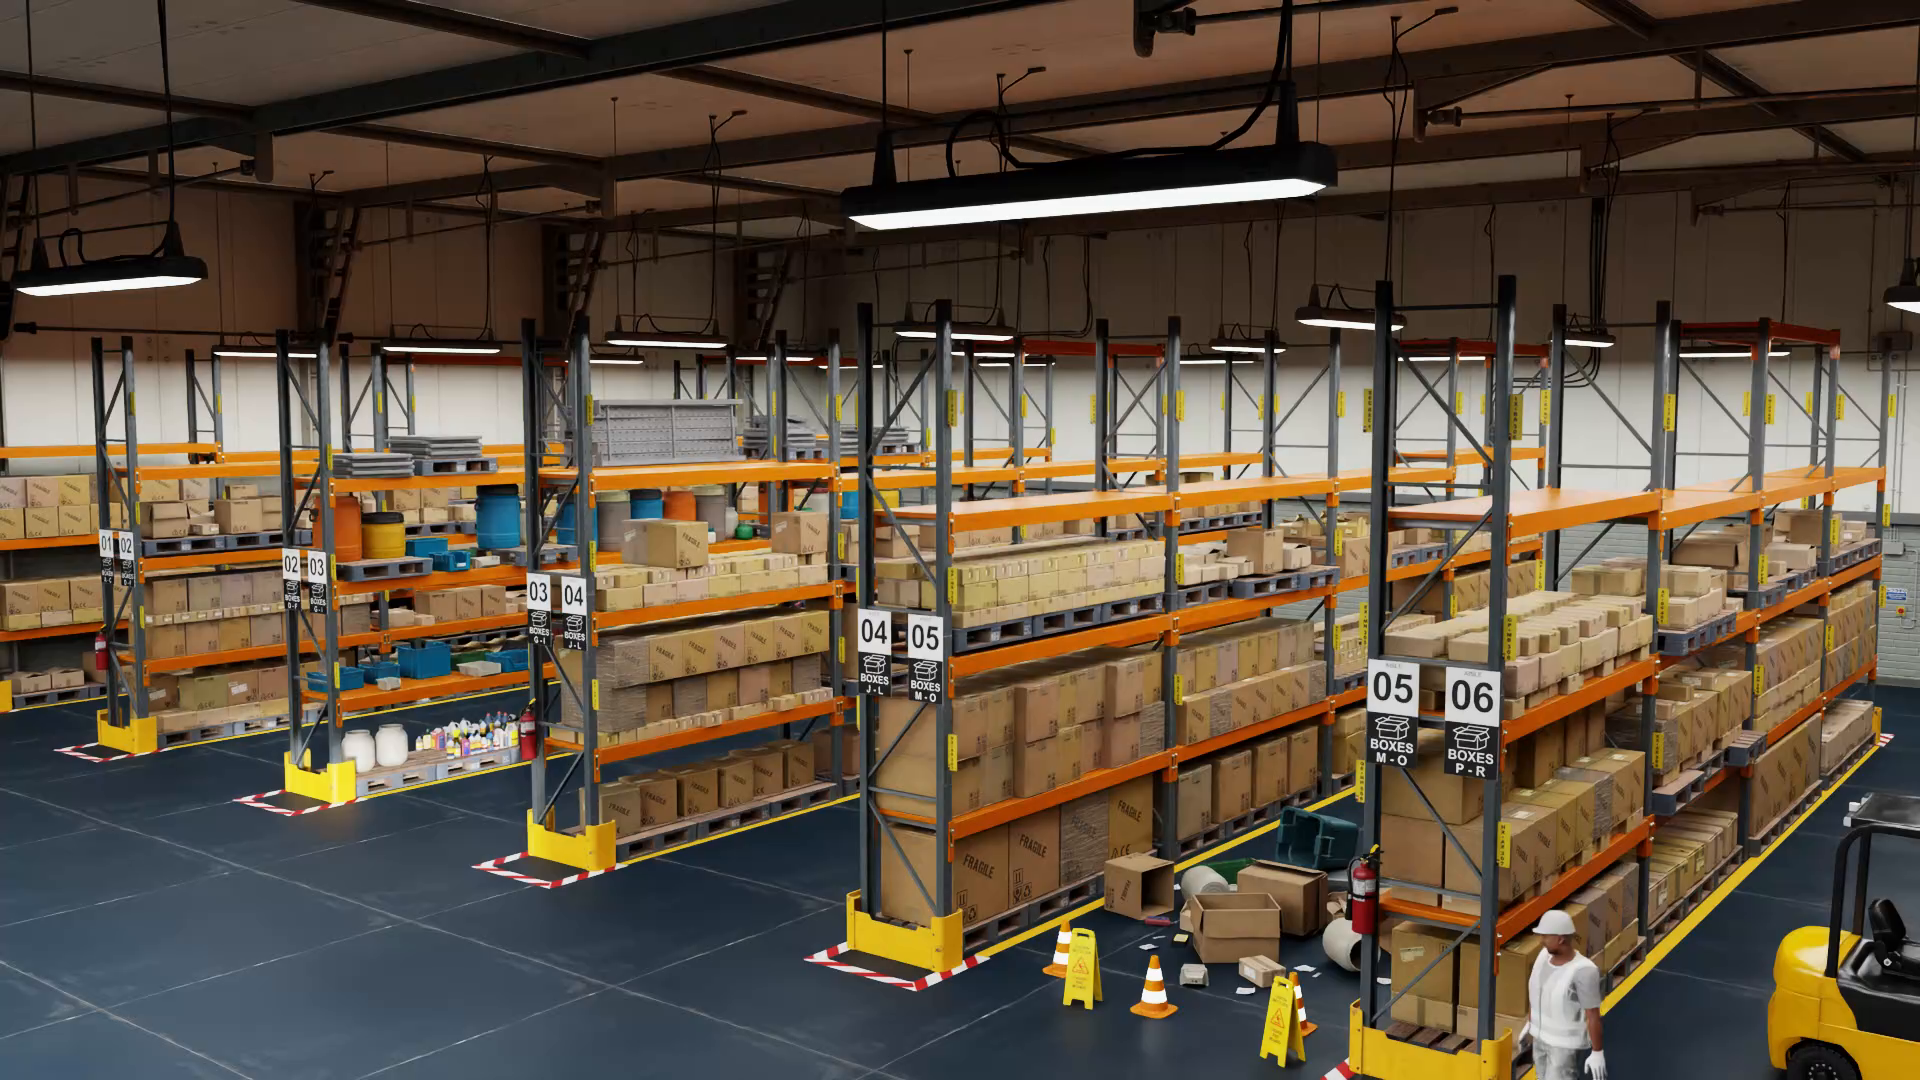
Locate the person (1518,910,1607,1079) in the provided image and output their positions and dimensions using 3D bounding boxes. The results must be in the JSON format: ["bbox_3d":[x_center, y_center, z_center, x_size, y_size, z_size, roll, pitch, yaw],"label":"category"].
[{"bbox_3d":[3.949,3.336,11.031,0.813,1.758,0.625,-1,5,-17],"label":"person"}]
